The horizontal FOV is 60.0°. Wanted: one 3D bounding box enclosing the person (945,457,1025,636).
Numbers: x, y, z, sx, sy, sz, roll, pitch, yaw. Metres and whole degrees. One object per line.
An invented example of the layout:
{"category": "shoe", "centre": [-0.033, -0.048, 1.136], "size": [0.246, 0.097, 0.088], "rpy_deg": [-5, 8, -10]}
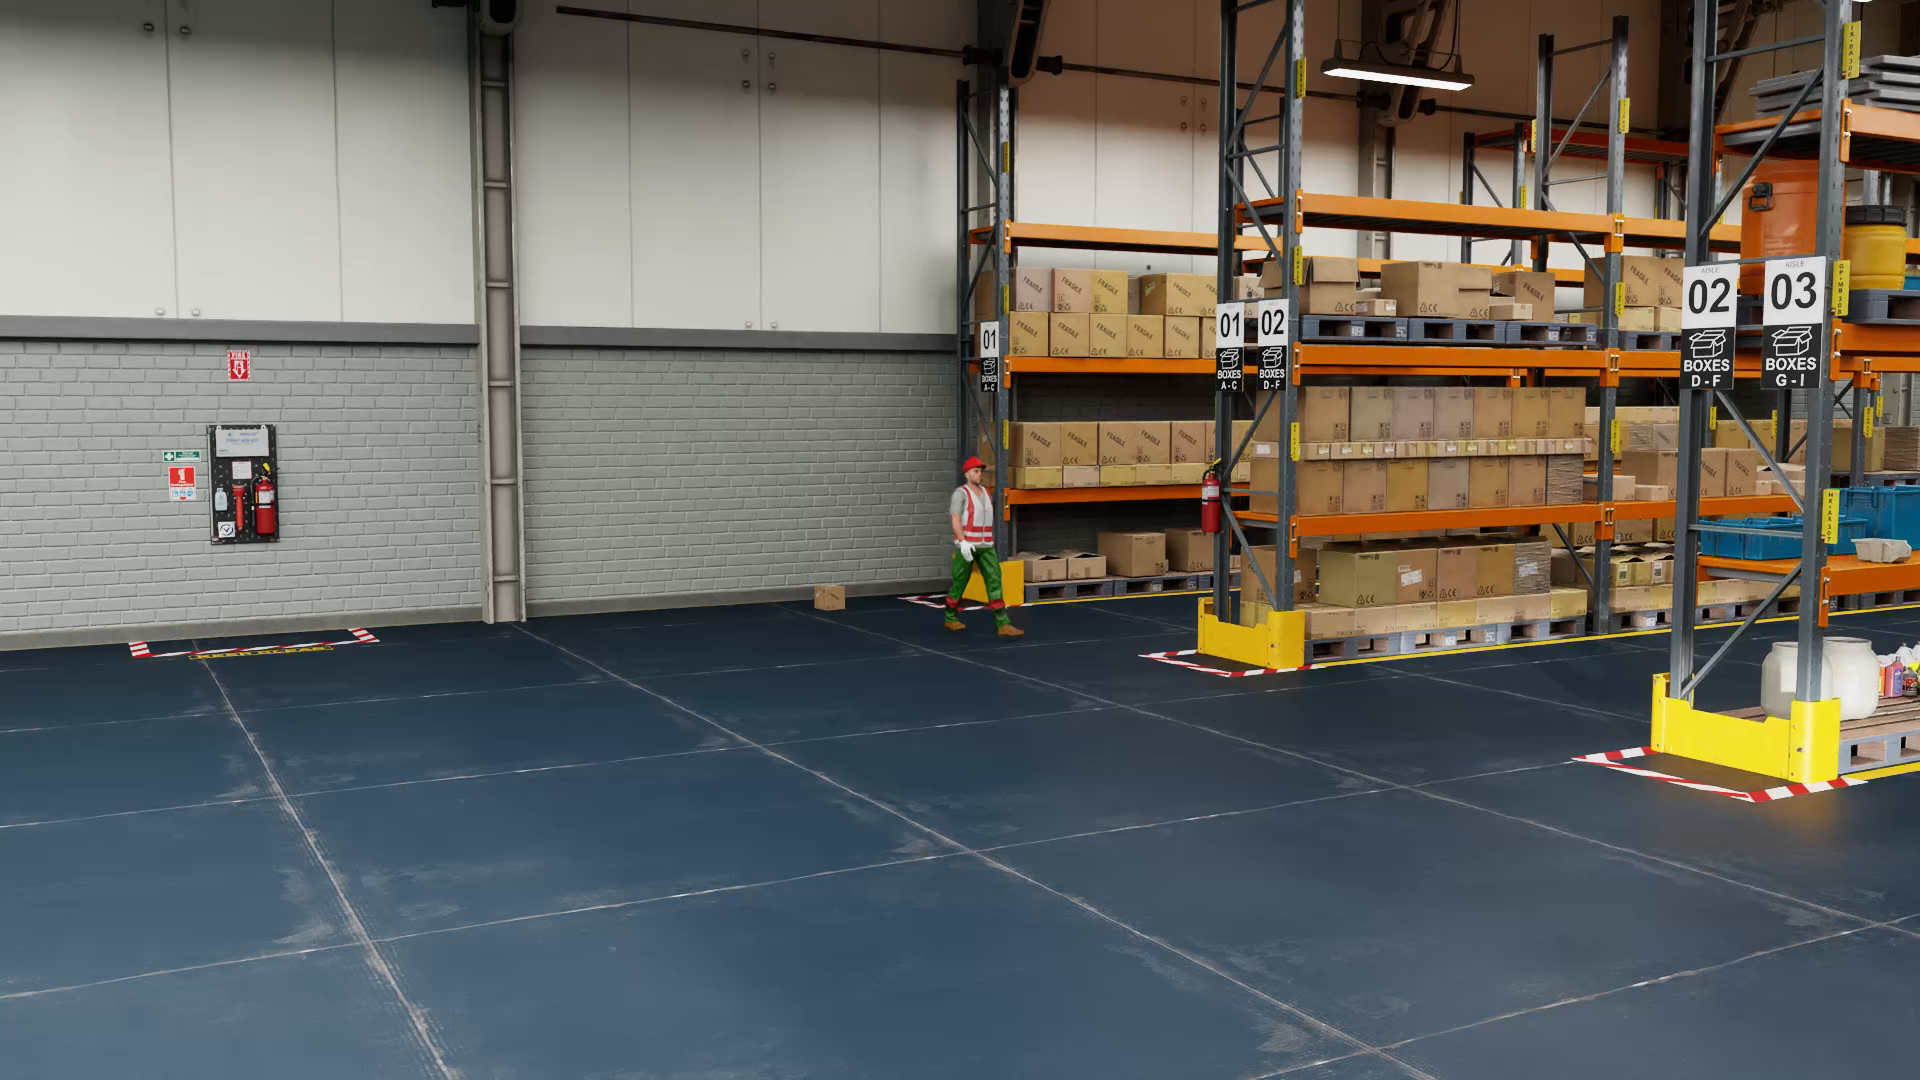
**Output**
{"category": "person", "centre": [0.195, 0.060, 16.228], "size": [0.589, 1.734, 1.011], "rpy_deg": [-4, 6, -37]}
